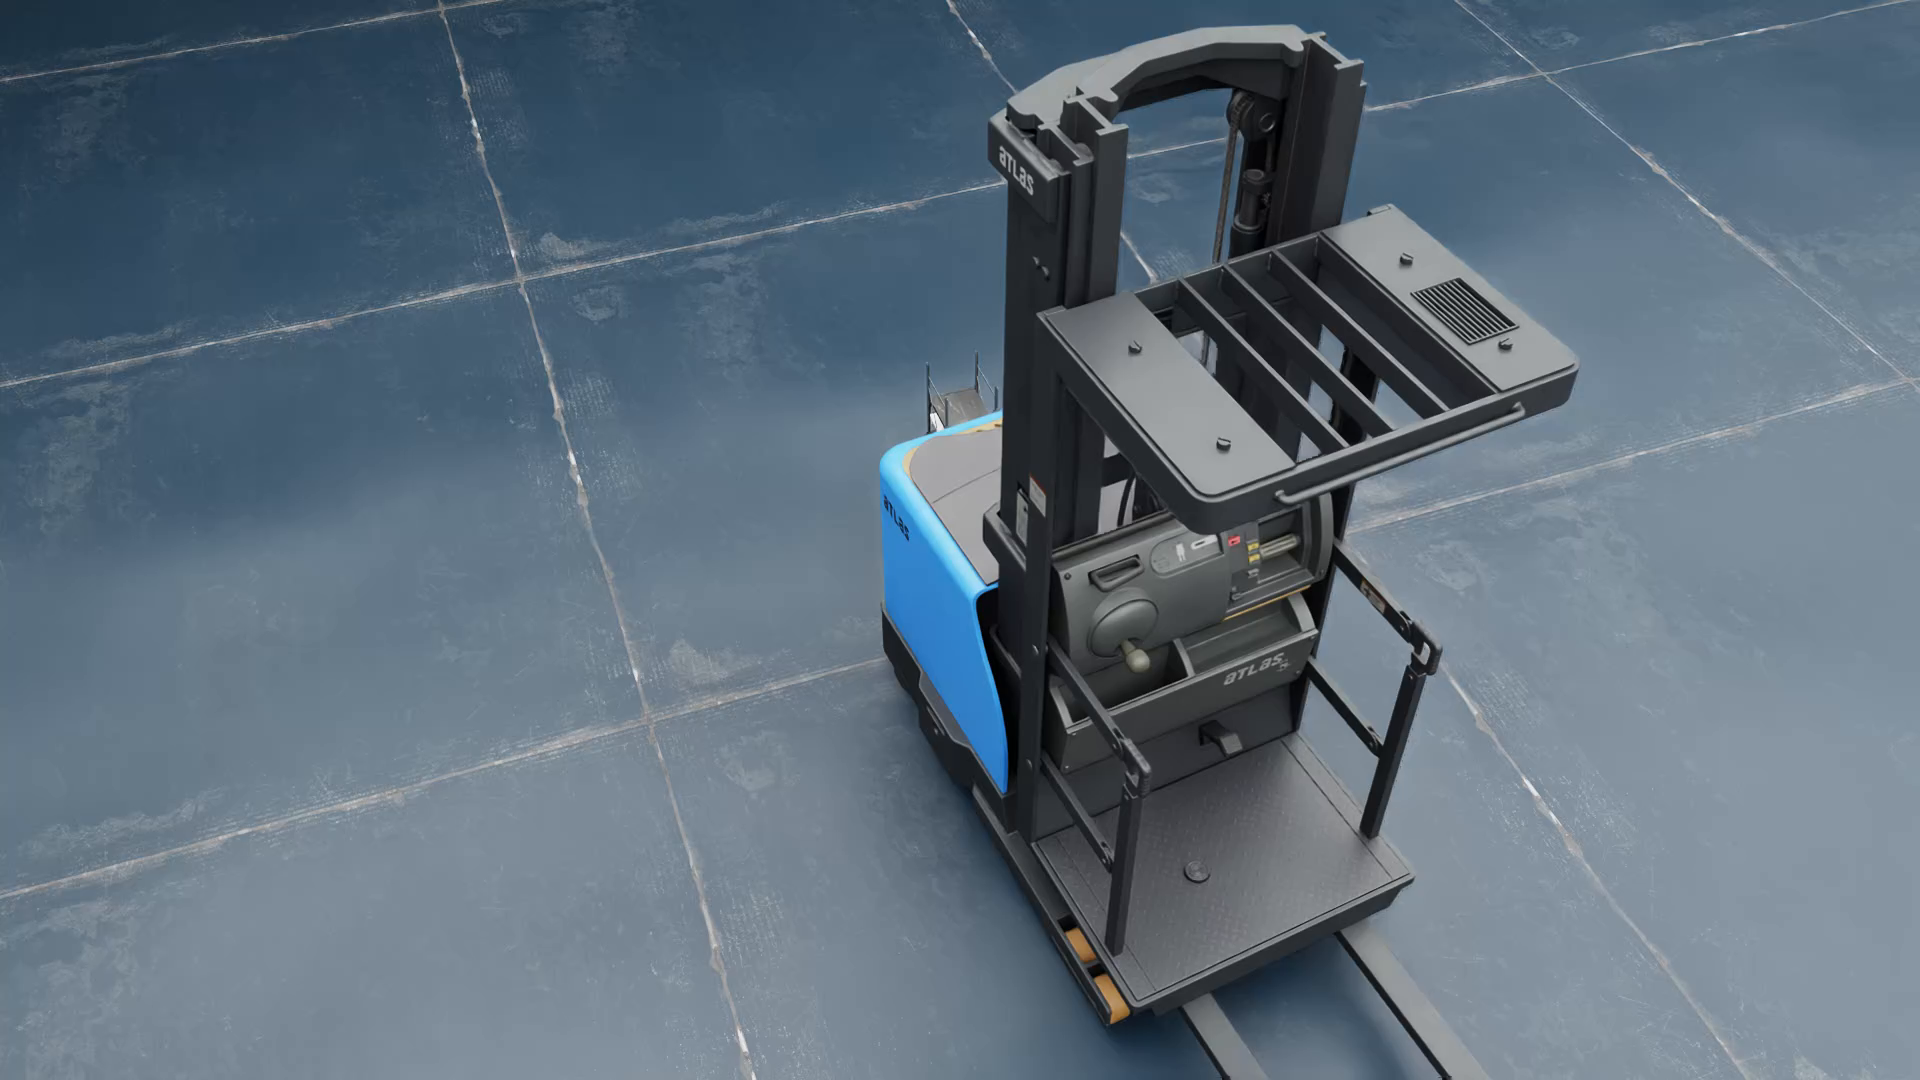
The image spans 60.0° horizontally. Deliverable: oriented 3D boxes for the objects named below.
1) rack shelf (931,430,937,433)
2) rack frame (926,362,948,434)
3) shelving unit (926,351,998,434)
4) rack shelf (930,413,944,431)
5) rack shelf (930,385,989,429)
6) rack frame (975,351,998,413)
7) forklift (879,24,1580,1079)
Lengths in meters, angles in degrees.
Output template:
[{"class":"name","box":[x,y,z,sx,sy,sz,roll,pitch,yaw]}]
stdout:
[{"class":"rack shelf","box":[0.008,-0.360,6.702,0.200,0.077,0.258,-14,47,-14]},{"class":"rack frame","box":[-0.088,-0.295,6.718,0.006,0.900,0.240,-14,47,-14]},{"class":"shelving unit","box":[0.008,-0.320,6.743,0.210,0.900,0.258,-14,47,-14]},{"class":"rack shelf","box":[0.008,-0.423,6.639,0.200,0.077,0.258,-14,47,-14]},{"class":"rack shelf","box":[0.008,-0.487,6.575,0.200,0.077,0.258,-14,47,-14]},{"class":"rack frame","box":[0.103,-0.344,6.767,0.006,0.900,0.240,-14,47,-14]},{"class":"forklift","box":[0.808,0.188,4.803,1.130,2.935,3.031,-20,48,-18]}]
